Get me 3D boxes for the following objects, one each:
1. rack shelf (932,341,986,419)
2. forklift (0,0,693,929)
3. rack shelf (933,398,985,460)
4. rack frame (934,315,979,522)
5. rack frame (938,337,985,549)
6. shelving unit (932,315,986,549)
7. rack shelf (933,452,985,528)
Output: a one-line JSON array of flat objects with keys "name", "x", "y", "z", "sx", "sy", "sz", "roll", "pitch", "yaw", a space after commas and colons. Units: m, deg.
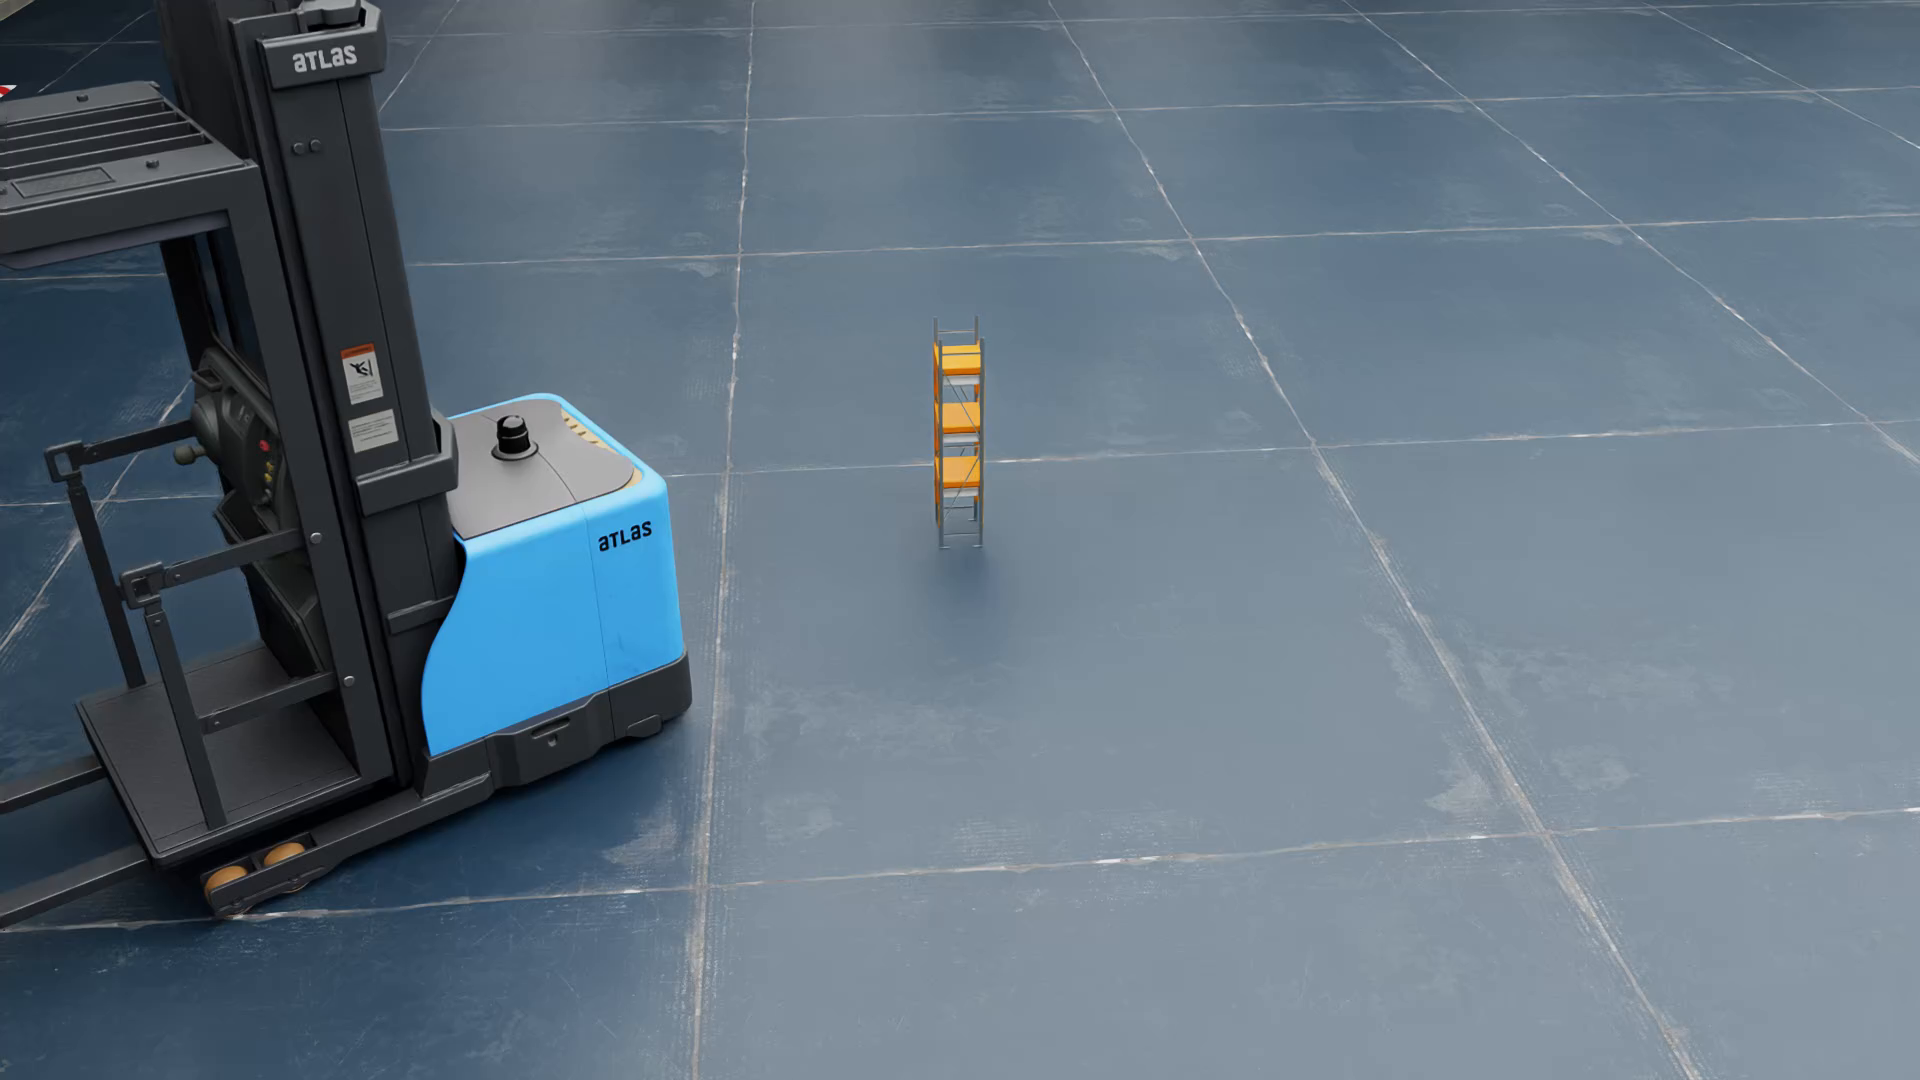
[{"name": "rack shelf", "x": -0.005, "y": -0.713, "z": 7.386, "sx": 0.215, "sy": 0.259, "sz": 0.240, "roll": -3, "pitch": 31, "yaw": -5}, {"name": "forklift", "x": -2.534, "y": -0.294, "z": 5.384, "sx": 3.031, "sy": 2.935, "sz": 1.130, "roll": -21, "pitch": 37, "yaw": -31}, {"name": "rack shelf", "x": -0.005, "y": -0.469, "z": 7.532, "sx": 0.215, "sy": 0.259, "sz": 0.240, "roll": -3, "pitch": 31, "yaw": -5}, {"name": "rack frame", "x": -0.016, "y": -0.540, "z": 7.631, "sx": 0.200, "sy": 1.050, "sz": 0.008, "roll": -3, "pitch": 31, "yaw": -5}, {"name": "rack frame", "x": 0.006, "y": -0.416, "z": 7.422, "sx": 0.200, "sy": 1.050, "sz": 0.008, "roll": -3, "pitch": 31, "yaw": -5}, {"name": "shelving unit", "x": -0.005, "y": -0.478, "z": 7.527, "sx": 0.215, "sy": 1.050, "sz": 0.252, "roll": -3, "pitch": 31, "yaw": -5}, {"name": "rack shelf", "x": -0.005, "y": -0.230, "z": 7.674, "sx": 0.215, "sy": 0.259, "sz": 0.240, "roll": -3, "pitch": 31, "yaw": -5}]
